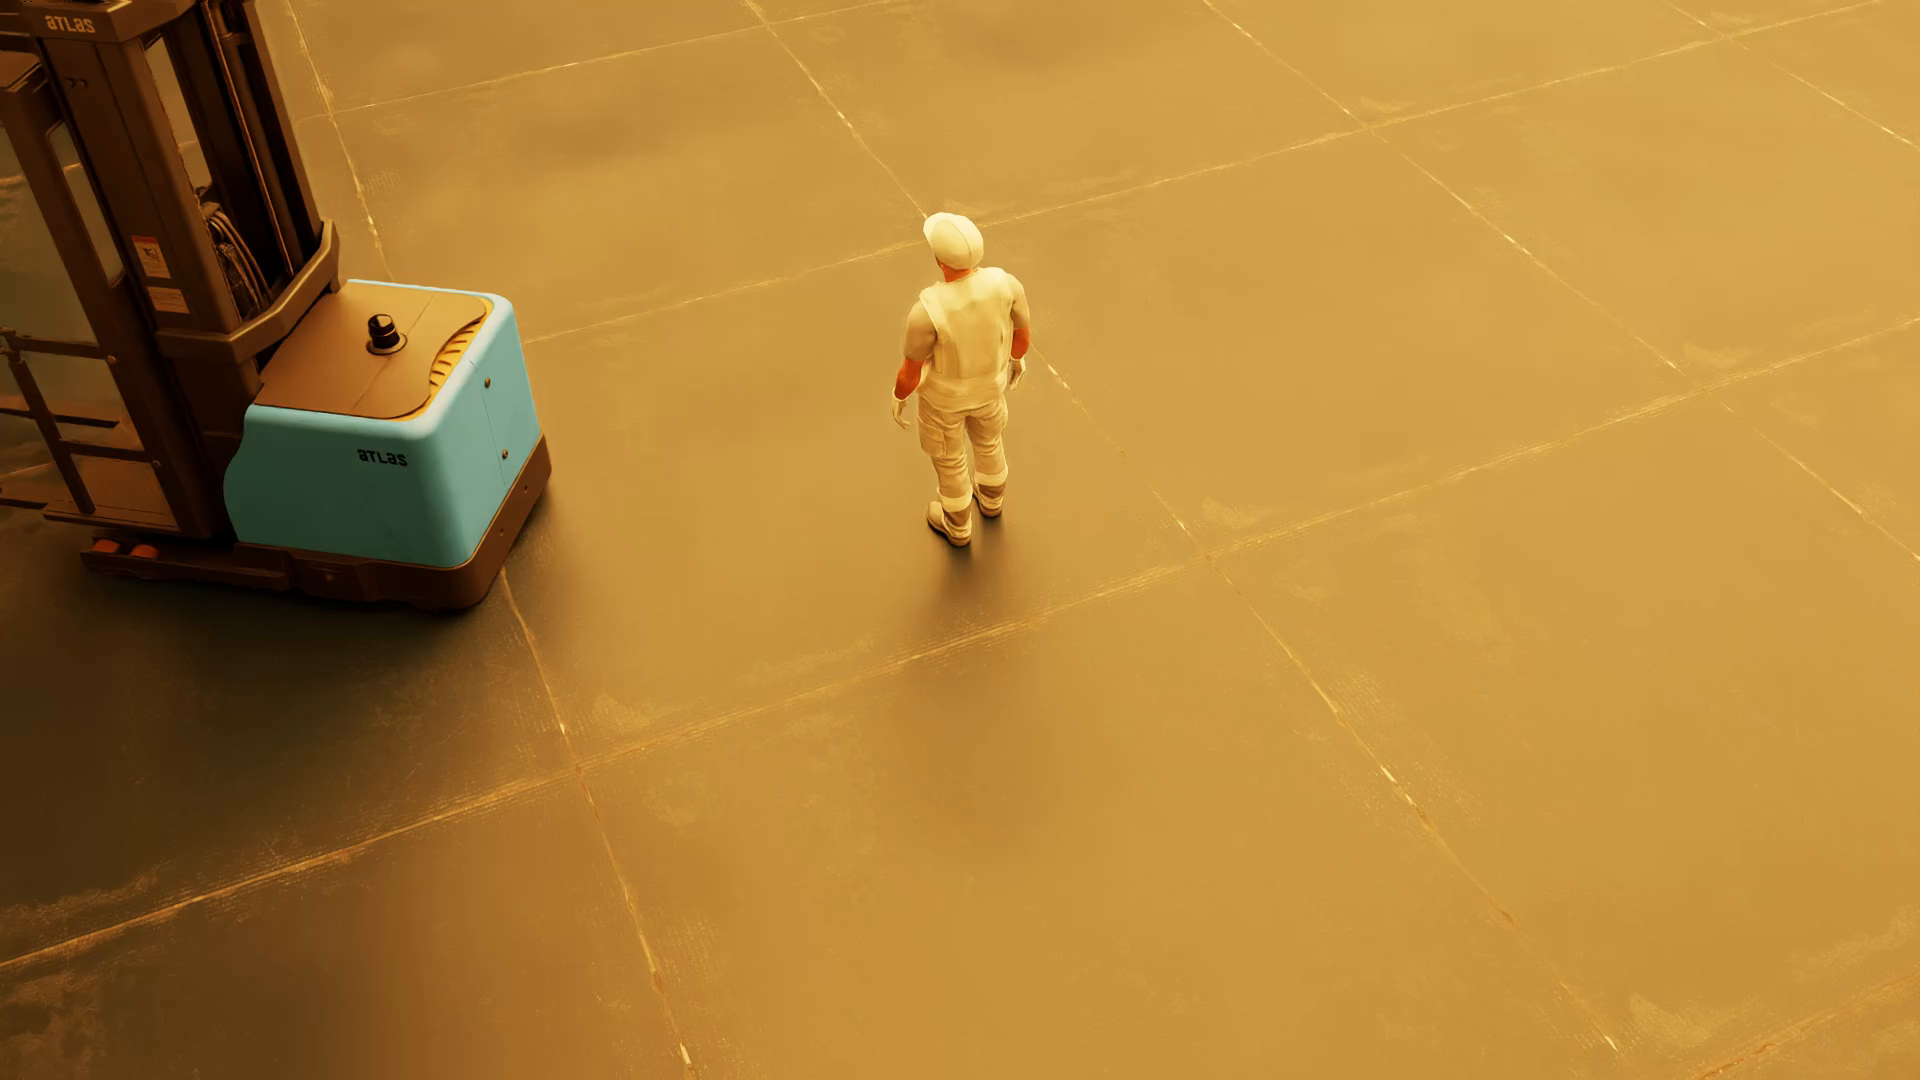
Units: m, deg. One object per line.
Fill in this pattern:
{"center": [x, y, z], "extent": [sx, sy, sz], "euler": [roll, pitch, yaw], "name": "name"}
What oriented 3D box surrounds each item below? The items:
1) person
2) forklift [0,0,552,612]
{"center": [-0.022, -0.713, 7.270], "extent": [0.637, 1.787, 0.564], "euler": [-18, 46, -18], "name": "person"}
{"center": [-3.550, -1.236, 7.004], "extent": [3.031, 2.935, 1.130], "euler": [7, 43, 7], "name": "forklift"}
